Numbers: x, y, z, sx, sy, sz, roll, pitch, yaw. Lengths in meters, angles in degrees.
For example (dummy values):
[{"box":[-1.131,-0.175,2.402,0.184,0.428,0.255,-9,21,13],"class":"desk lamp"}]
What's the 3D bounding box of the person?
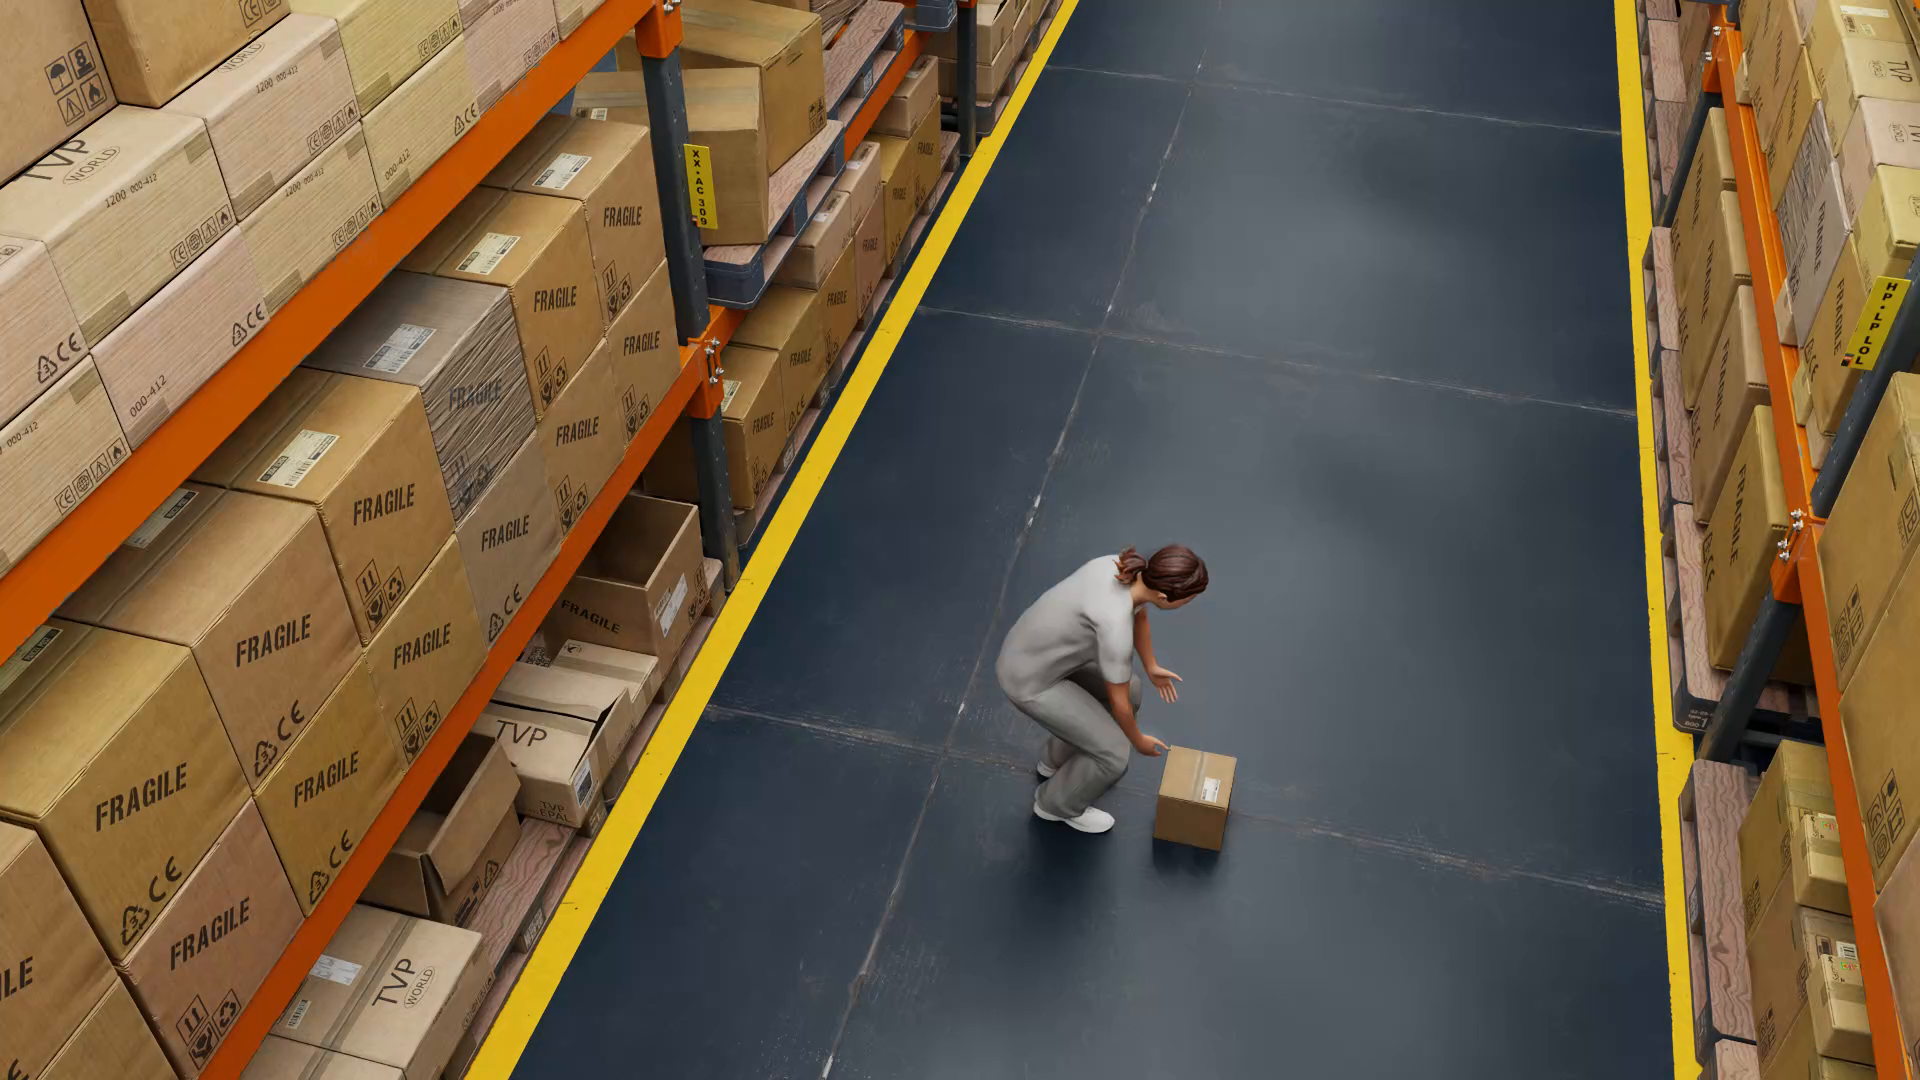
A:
[{"box":[0.486,0.478,5.921,0.696,1.275,0.490,10,42,11],"class":"person"}]
